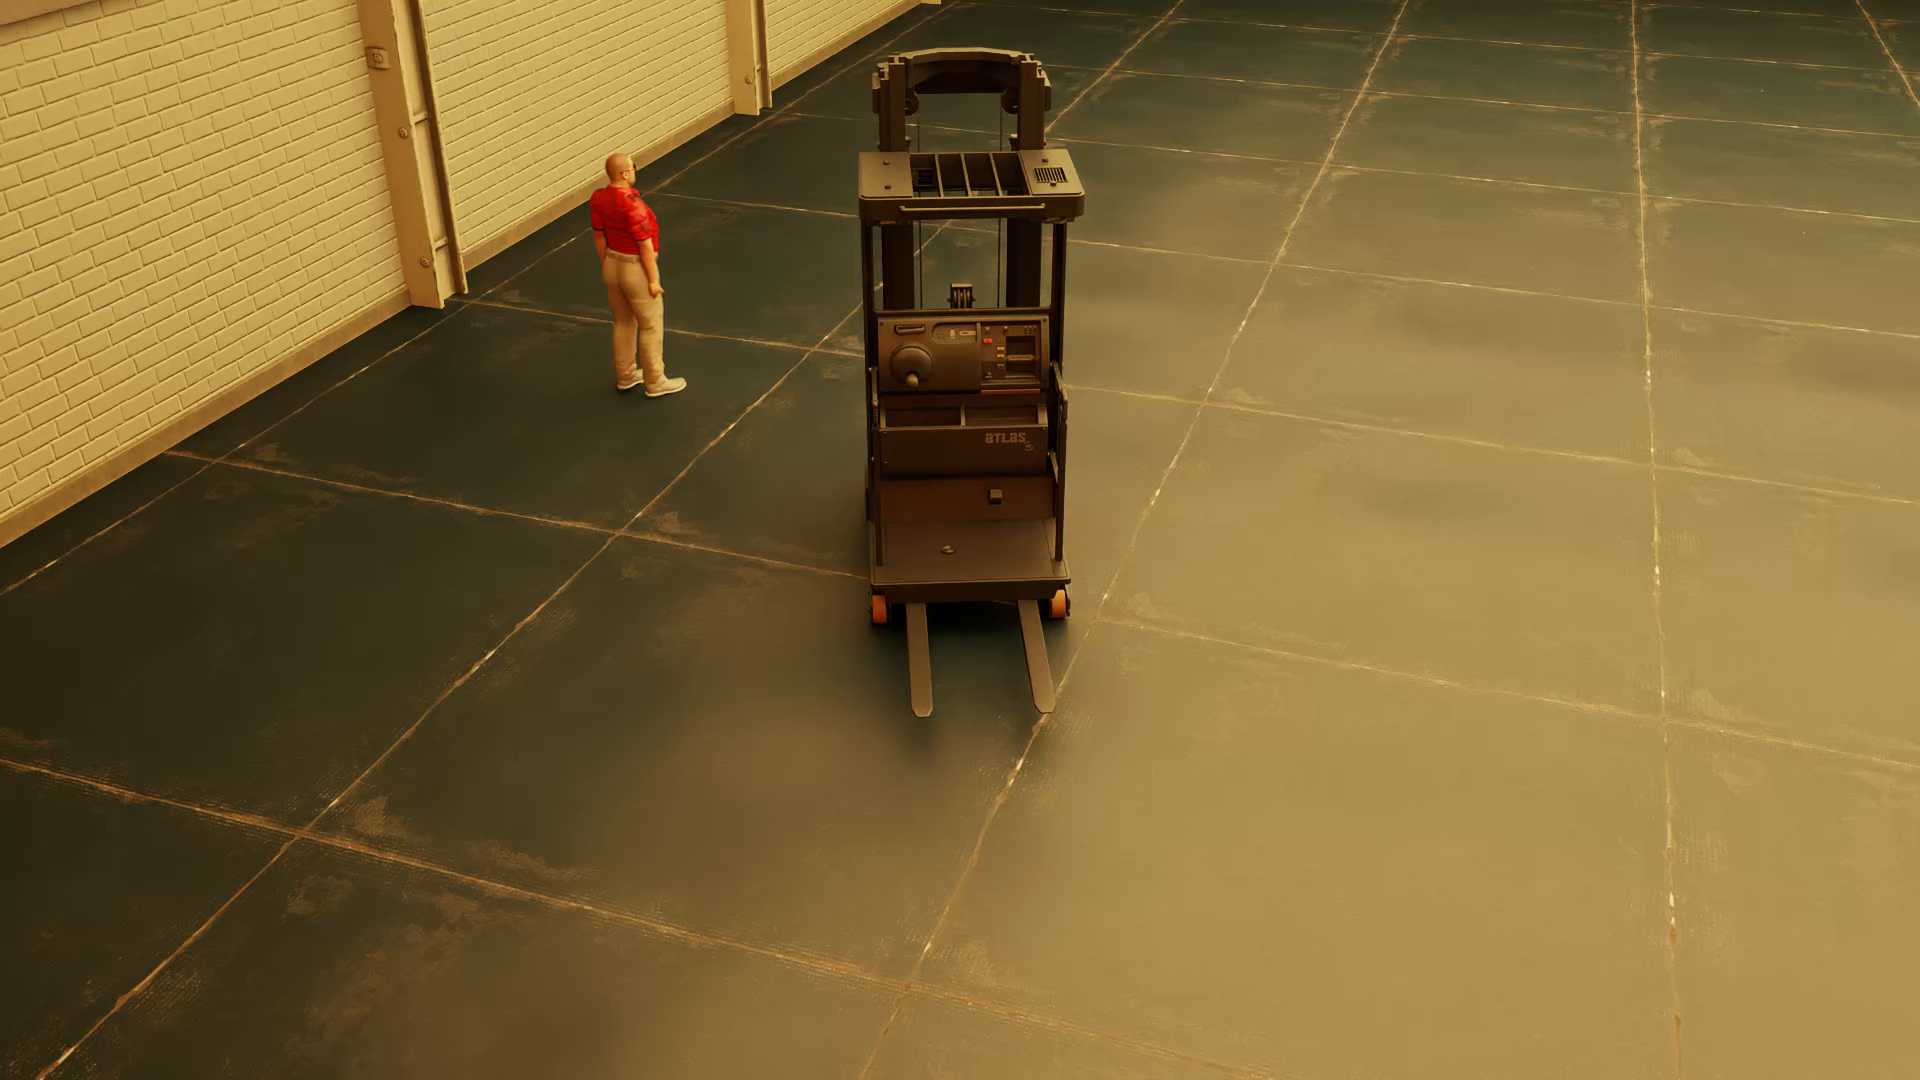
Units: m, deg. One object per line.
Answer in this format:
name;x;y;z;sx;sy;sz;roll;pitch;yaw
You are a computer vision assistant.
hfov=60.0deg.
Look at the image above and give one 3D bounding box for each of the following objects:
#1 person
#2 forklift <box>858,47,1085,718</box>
person;-2.279;-1.854;11.608;0.528;1.728;0.389;19;35;29
forklift;0.035;-0.972;8.842;1.130;2.935;3.031;-2;30;-3
